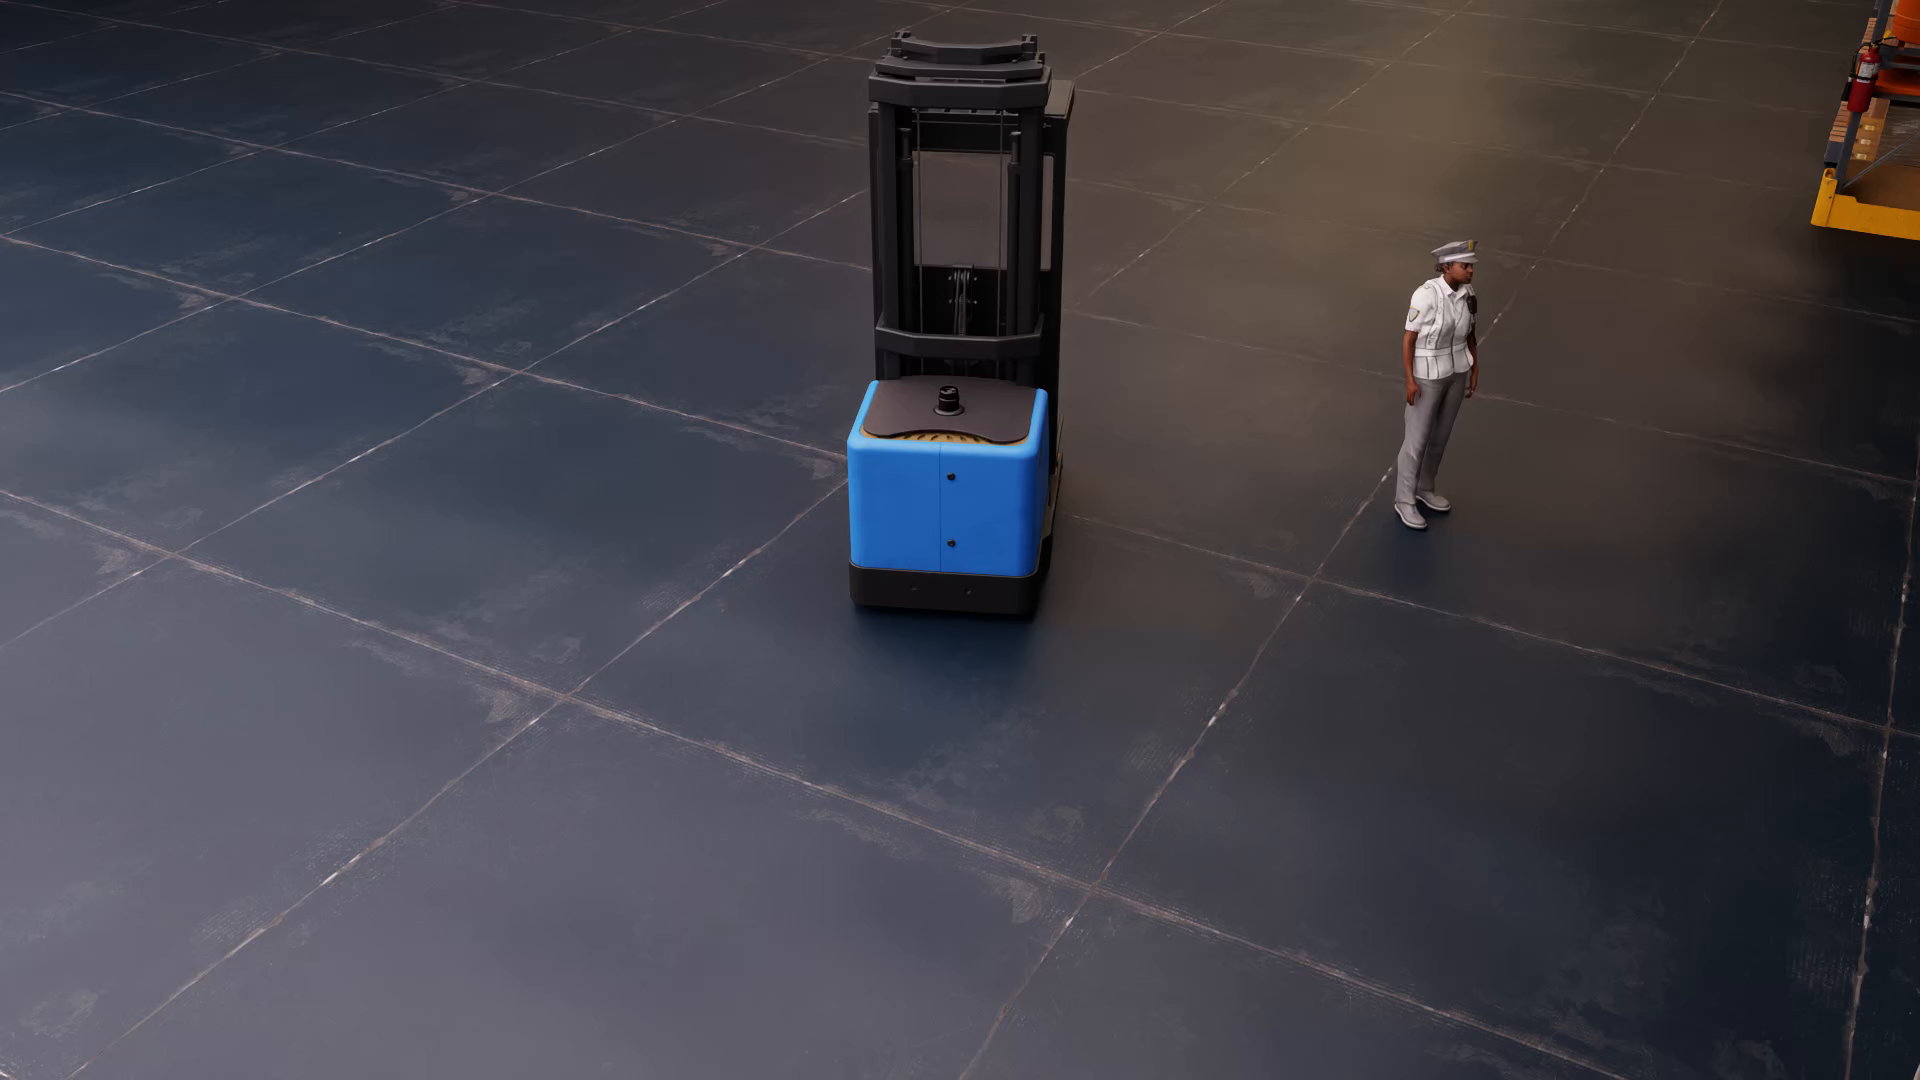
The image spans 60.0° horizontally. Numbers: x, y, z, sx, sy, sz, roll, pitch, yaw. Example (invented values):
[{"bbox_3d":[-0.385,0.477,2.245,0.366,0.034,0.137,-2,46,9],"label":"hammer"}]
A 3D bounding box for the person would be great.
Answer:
[{"bbox_3d":[2.898,-0.959,9.956,0.568,1.695,0.531,-14,33,-22],"label":"person"}]

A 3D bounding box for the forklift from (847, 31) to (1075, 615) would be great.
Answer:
[{"bbox_3d":[0.072,-1.572,9.794,1.130,2.935,3.031,3,30,6],"label":"forklift"}]
